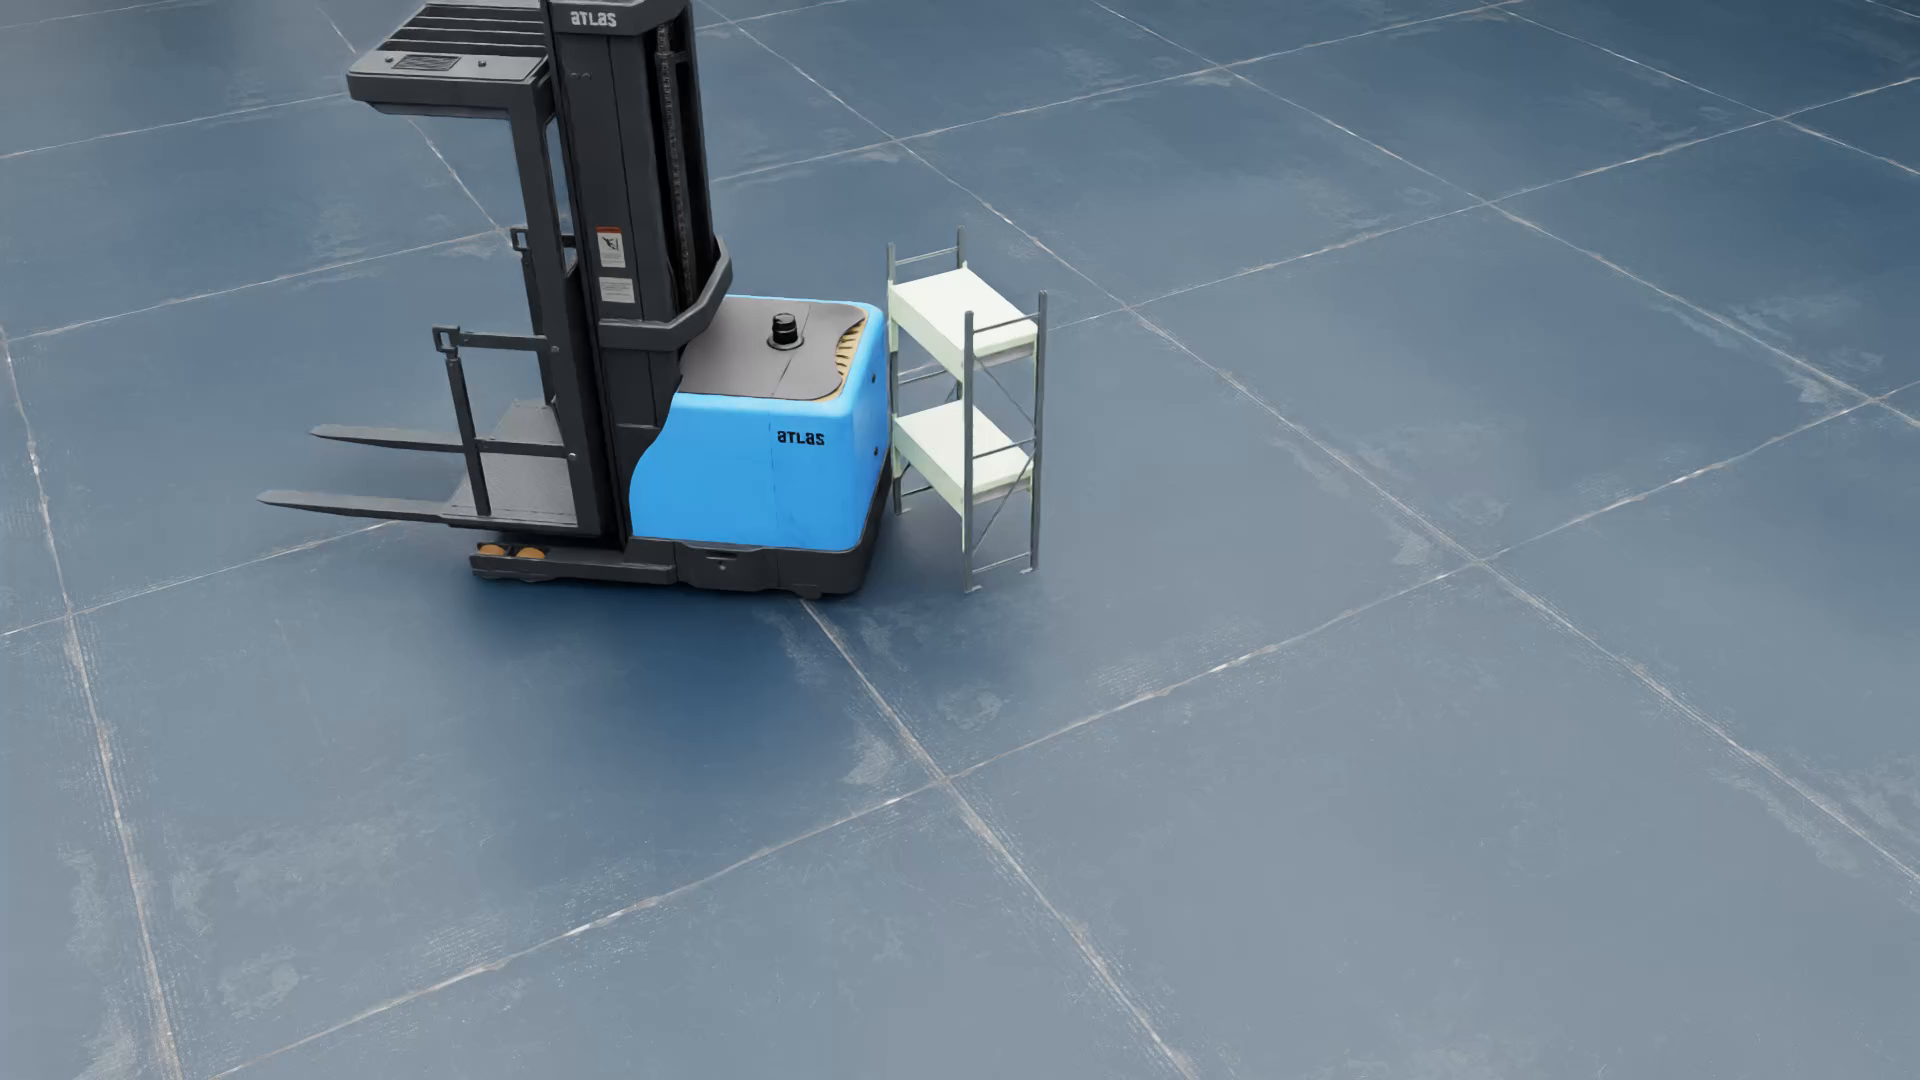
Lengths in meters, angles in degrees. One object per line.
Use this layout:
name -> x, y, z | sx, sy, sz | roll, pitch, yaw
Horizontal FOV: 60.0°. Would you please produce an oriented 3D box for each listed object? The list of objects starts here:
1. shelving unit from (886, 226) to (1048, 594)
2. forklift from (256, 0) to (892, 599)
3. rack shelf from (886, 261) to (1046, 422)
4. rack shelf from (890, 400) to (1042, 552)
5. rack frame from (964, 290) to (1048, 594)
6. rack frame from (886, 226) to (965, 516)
shelving unit -> 0.021, -0.600, 7.799 | 0.431, 1.500, 0.755 | -18, 40, -23
forklift -> -1.907, -1.284, 7.523 | 3.031, 2.935, 1.130 | 4, 36, 6
rack shelf -> 0.021, -0.915, 7.569 | 0.431, 0.370, 0.720 | -18, 40, -23
rack shelf -> 0.021, -0.336, 7.992 | 0.431, 0.370, 0.720 | -18, 40, -23
rack frame -> 0.198, -0.411, 7.541 | 0.400, 1.500, 0.023 | -18, 40, -23
rack frame -> -0.156, -0.789, 8.058 | 0.400, 1.500, 0.023 | -18, 40, -23
